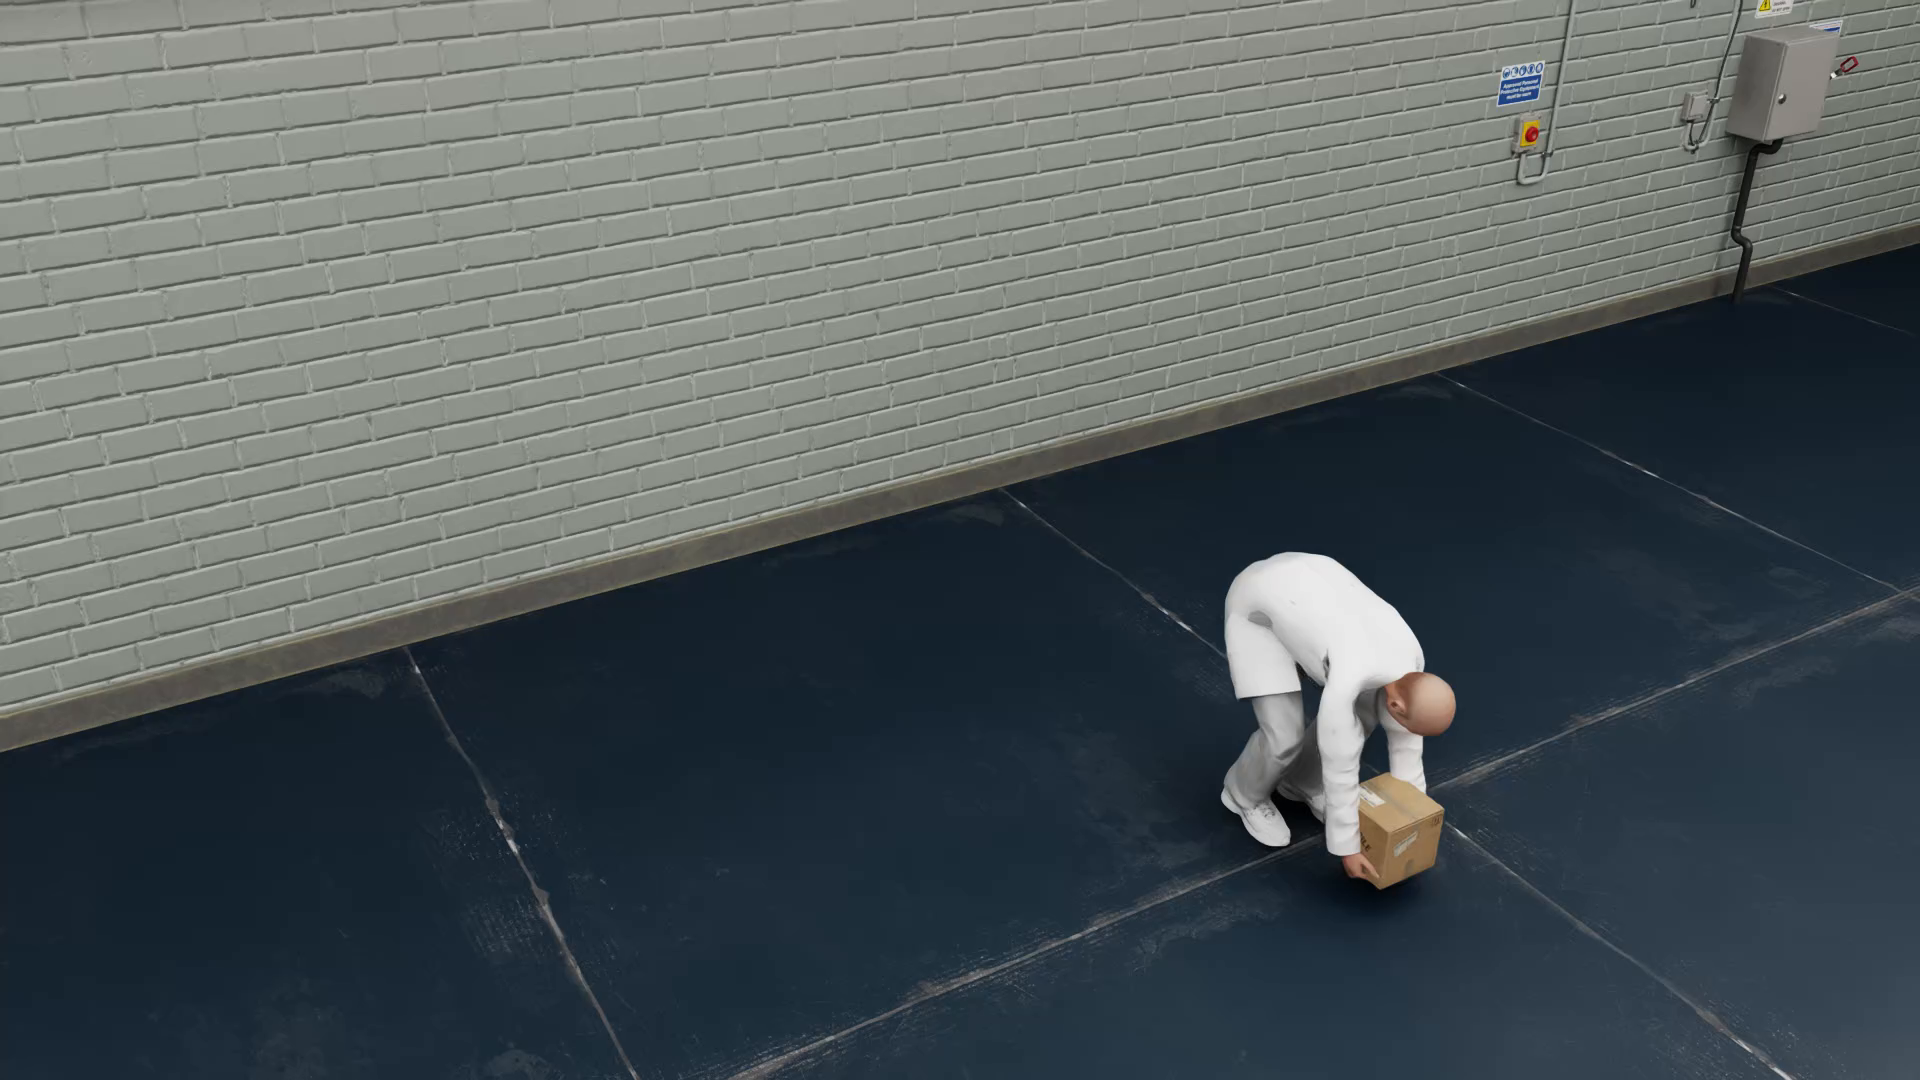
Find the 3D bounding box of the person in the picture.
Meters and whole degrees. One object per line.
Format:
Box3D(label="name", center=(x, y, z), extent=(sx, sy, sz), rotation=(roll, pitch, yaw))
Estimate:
Box3D(label="person", center=(1.198, 0.209, 5.759), extent=(0.640, 1.772, 0.428), rotation=(-17, 33, -28))
